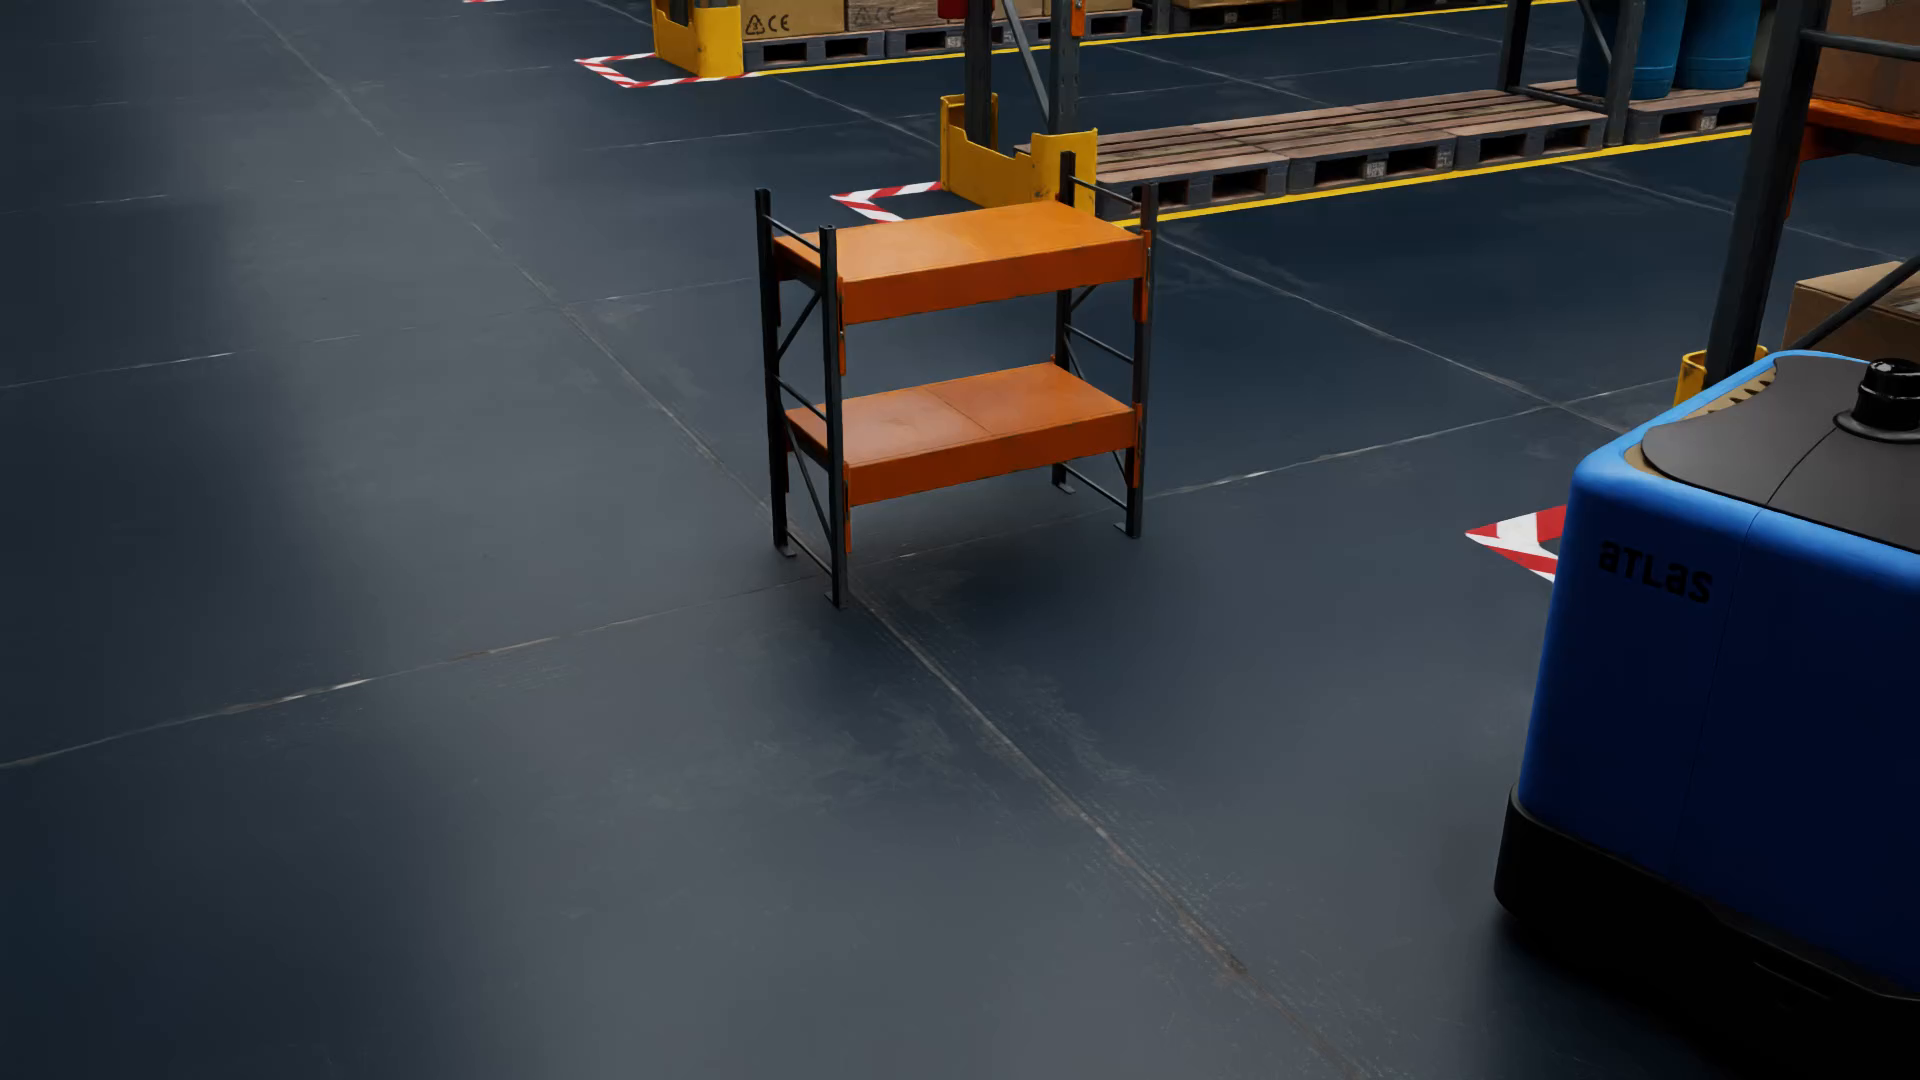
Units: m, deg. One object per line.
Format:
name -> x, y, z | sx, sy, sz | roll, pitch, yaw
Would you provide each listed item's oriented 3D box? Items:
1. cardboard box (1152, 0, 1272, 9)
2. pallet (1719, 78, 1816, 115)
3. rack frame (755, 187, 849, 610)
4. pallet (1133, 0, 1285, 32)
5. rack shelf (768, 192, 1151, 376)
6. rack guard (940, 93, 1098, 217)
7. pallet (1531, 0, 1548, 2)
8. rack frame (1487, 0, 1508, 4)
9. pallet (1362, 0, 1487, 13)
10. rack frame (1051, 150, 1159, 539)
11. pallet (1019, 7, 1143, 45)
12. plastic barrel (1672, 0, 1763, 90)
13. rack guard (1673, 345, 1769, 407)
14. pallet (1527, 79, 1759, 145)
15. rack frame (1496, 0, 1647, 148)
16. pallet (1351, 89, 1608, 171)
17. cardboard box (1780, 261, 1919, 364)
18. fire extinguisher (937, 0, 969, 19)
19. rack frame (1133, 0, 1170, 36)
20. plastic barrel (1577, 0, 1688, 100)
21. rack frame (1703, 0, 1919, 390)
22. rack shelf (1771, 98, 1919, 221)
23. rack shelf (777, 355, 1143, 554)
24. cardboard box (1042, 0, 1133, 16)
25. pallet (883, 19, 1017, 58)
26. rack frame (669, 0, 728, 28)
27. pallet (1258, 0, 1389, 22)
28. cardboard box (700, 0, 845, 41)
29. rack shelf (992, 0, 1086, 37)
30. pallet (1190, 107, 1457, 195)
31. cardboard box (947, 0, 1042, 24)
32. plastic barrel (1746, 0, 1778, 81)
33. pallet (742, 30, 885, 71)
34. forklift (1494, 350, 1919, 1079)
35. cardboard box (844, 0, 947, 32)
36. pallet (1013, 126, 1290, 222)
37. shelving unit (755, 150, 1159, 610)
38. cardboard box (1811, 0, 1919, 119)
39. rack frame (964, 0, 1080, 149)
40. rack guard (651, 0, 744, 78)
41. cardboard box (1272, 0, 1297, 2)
cardboard box -> 2.065, -5.249, 14.687 | 0.875, 0.875, 1.225 | -13, 29, -25
pallet -> 5.618, -3.122, 11.509 | 1.213, 0.211, 1.003 | -13, 29, -25
rack frame -> -0.455, -0.402, 4.788 | 0.032, 1.125, 0.500 | -13, 29, -25
pallet -> 2.155, -4.808, 15.021 | 1.213, 0.211, 1.003 | -13, 29, -25
rack shelf -> -0.006, -0.770, 4.877 | 1.000, 0.278, 0.538 | -13, 29, -25
rack guard -> 0.295, -2.037, 8.914 | 0.348, 0.500, 1.175 | -13, 29, -25
pallet -> 5.729, -5.596, 16.661 | 1.213, 0.211, 1.003 | -13, 29, -25
rack frame -> 5.039, -6.694, 15.727 | 0.127, 3.000, 1.000 | -13, 29, -25
pallet -> 4.308, -5.305, 16.056 | 1.213, 0.211, 1.003 | -13, 29, -25
rack frame -> 0.443, -0.609, 5.219 | 0.032, 1.125, 0.500 | -13, 29, -25
pallet -> 0.801, -4.498, 14.374 | 1.213, 0.211, 1.003 | -13, 29, -25
plastic barrel -> 4.953, -3.480, 10.972 | 0.708, 0.901, 0.600 | -13, 29, -25
rack guard -> 2.705, -0.169, 5.025 | 0.348, 0.500, 1.175 | -13, 29, -25
pallet -> 4.540, -2.872, 10.988 | 1.213, 0.211, 1.003 | -13, 29, -25
rack frame -> 3.840, -3.988, 10.091 | 0.127, 3.000, 1.000 | -13, 29, -25
pallet -> 3.209, -2.566, 10.351 | 1.213, 0.211, 1.003 | -13, 29, -25
cardboard box -> 3.002, -0.557, 5.325 | 0.500, 0.500, 0.500 | -13, 29, -25
fire extinguisher -> -0.037, -3.113, 8.789 | 0.183, 0.674, 0.296 | -13, 29, -25
rack frame -> 1.509, -5.880, 14.030 | 0.127, 3.000, 1.000 | -13, 29, -25
plastic barrel -> 4.328, -3.336, 10.671 | 0.708, 0.901, 0.600 | -13, 29, -25
rack frame -> 2.638, -1.281, 4.452 | 0.127, 3.000, 1.000 | -13, 29, -25
rack shelf -> 4.403, -1.364, 5.456 | 4.000, 0.370, 1.077 | -13, 29, -25
rack shelf -> -0.006, -0.285, 5.110 | 1.000, 0.278, 0.538 | -13, 29, -25
cardboard box -> 0.889, -5.007, 14.183 | 0.875, 0.875, 0.875 | -13, 29, -25
pallet -> -0.276, -4.247, 13.853 | 1.213, 0.211, 1.003 | -13, 29, -25
rack frame -> -2.020, -5.065, 12.334 | 0.127, 3.000, 1.000 | -13, 29, -25
pallet -> 3.232, -5.059, 15.542 | 1.213, 0.211, 1.003 | -13, 29, -25
cardboard box -> -1.493, -4.457, 13.038 | 0.875, 0.875, 0.875 | -13, 29, -25
rack shelf -> 2.075, -3.256, 9.398 | 4.000, 0.370, 1.077 | -13, 29, -25
pallet -> 2.131, -2.316, 9.830 | 1.213, 0.211, 1.003 | -13, 29, -25
cardboard box -> 0.095, -4.824, 13.801 | 0.875, 0.875, 0.875 | -13, 29, -25
plastic barrel -> 5.493, -3.385, 11.224 | 0.421, 0.512, 0.421 | 0, 26, 0
pallet -> -1.352, -4.001, 13.339 | 1.213, 0.211, 1.003 | -13, 29, -25
forklift -> 2.515, -0.188, 2.255 | 1.130, 2.935, 3.031 | -23, 34, -39
cardboard box -> -0.690, -4.643, 13.424 | 0.875, 0.875, 0.875 | -13, 29, -25
pallet -> 1.056, -2.069, 9.316 | 1.213, 0.211, 1.003 | -13, 29, -25
shelving unit -> -0.006, -0.506, 5.004 | 1.048, 1.125, 0.538 | -13, 29, -25
cardboard box -> 2.905, -1.521, 4.837 | 0.500, 0.500, 0.500 | -12, 28, -24
rack frame -> 0.310, -3.173, 8.394 | 0.127, 3.000, 1.000 | -13, 29, -25
rack guard -> -2.041, -3.933, 12.864 | 0.348, 0.500, 1.175 | -13, 29, -25
cardboard box -> 2.853, -5.431, 15.067 | 0.875, 0.875, 1.225 | -14, 29, -27
